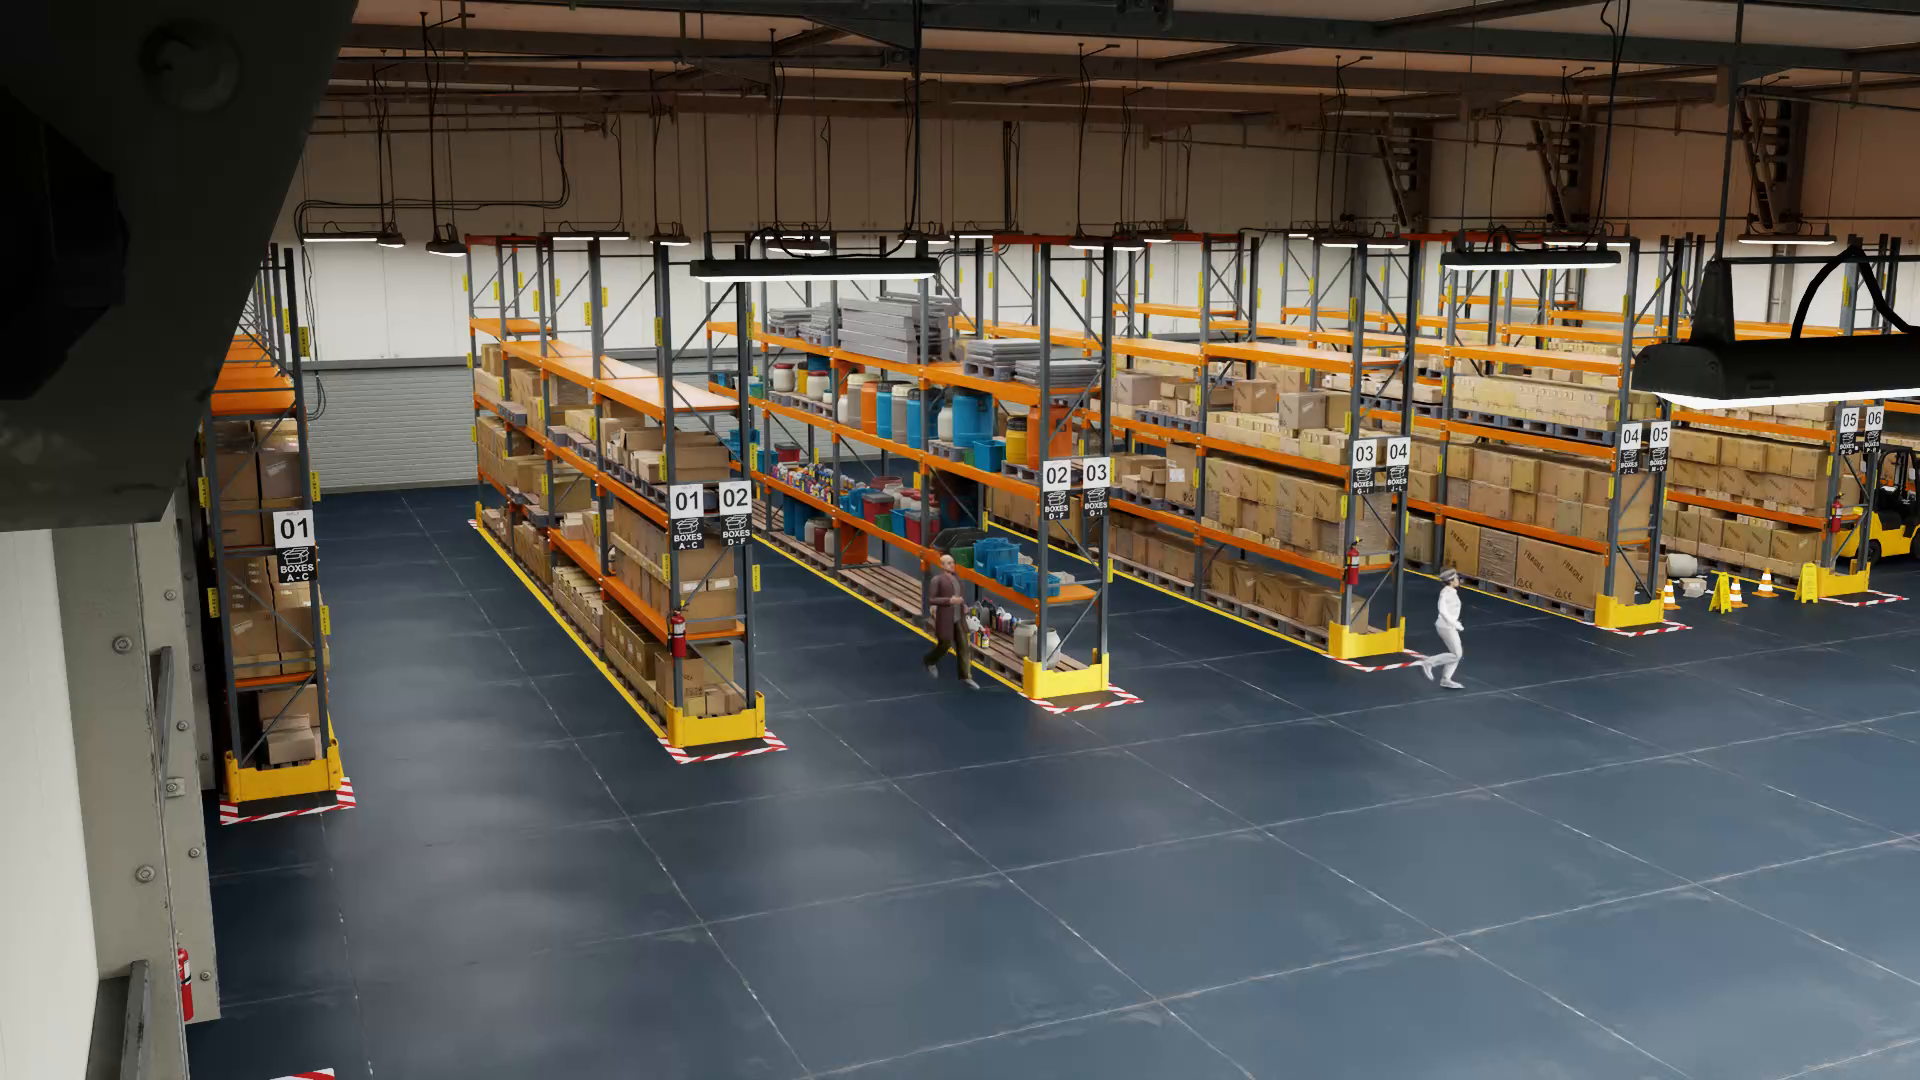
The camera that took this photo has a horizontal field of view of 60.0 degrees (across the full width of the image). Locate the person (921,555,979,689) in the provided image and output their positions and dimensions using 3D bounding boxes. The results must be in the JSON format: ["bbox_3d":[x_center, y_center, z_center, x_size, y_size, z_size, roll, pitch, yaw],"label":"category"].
[{"bbox_3d":[-0.133,1.068,22.309,0.712,1.757,1.037,-9,14,-40],"label":"person"}]

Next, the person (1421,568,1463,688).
[{"bbox_3d":[6.617,1.186,22.755,0.546,1.628,0.650,3,11,15],"label":"person"}]
